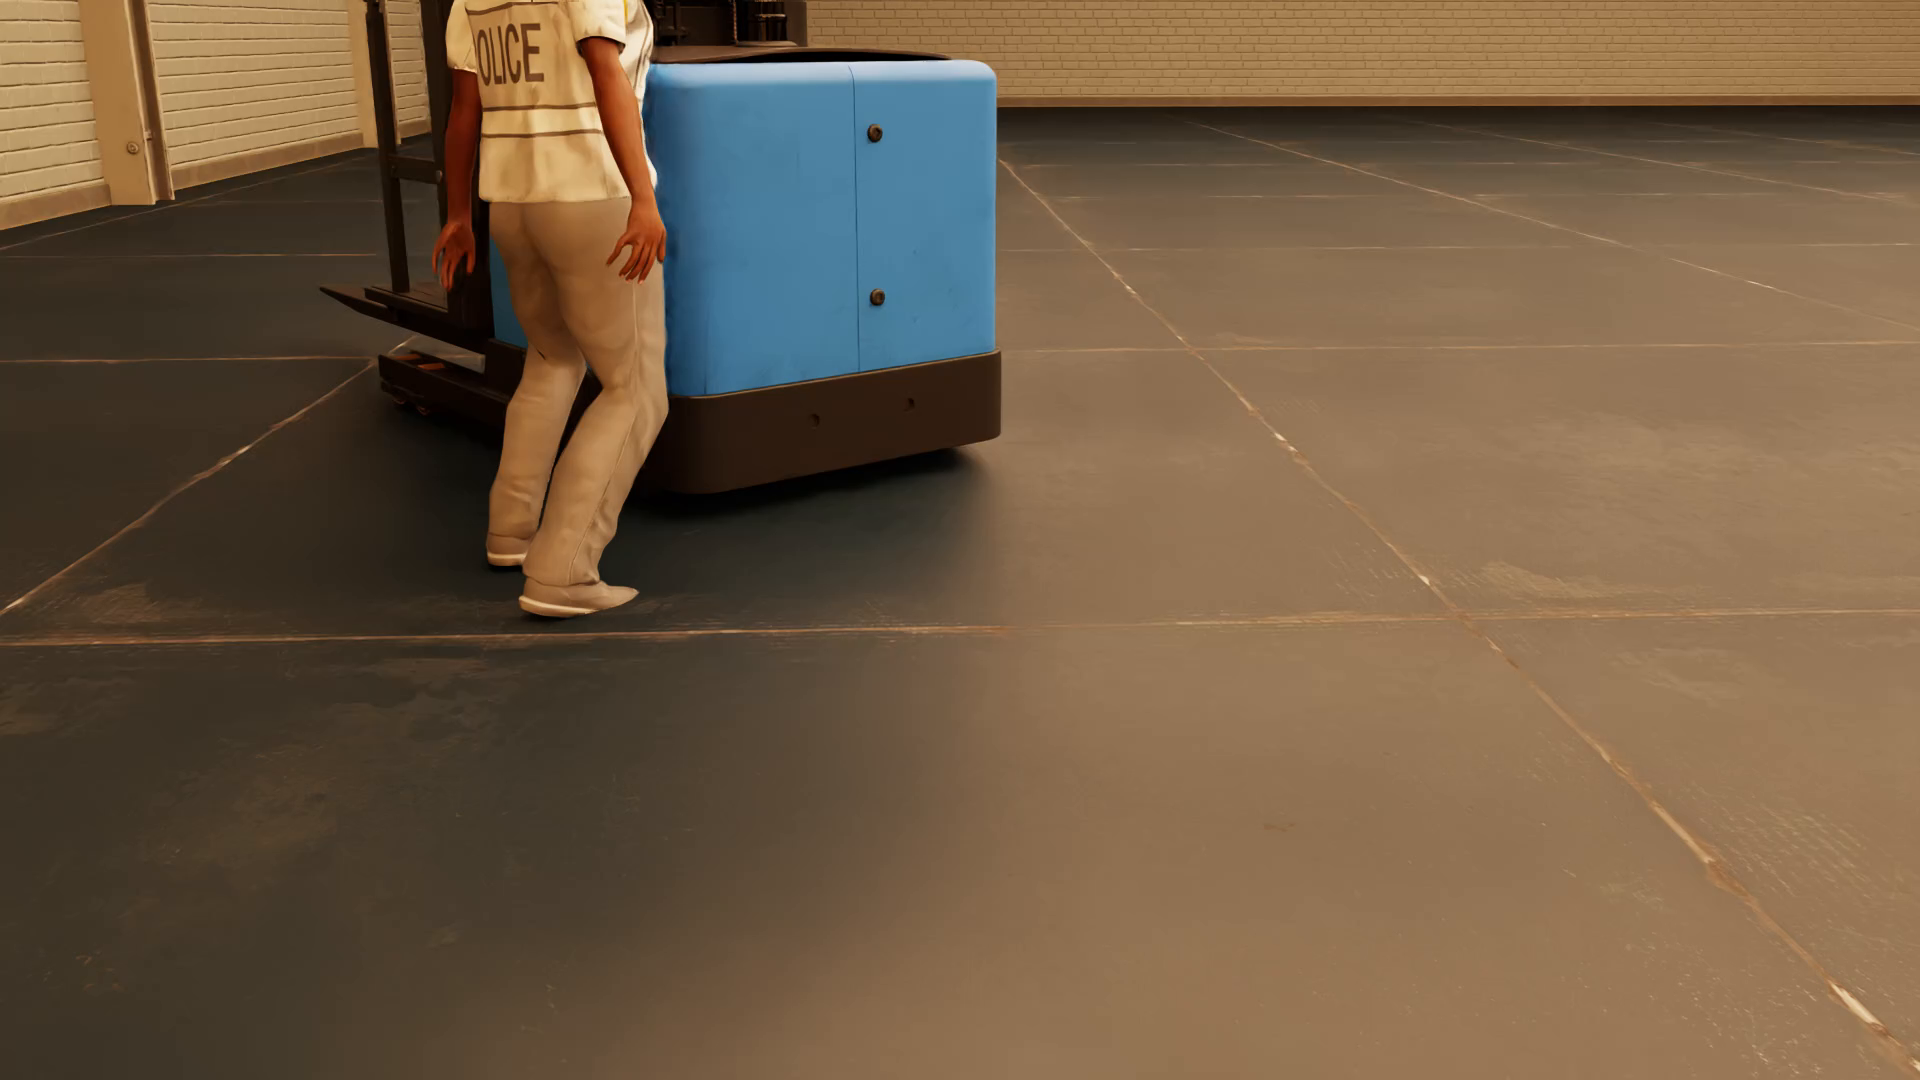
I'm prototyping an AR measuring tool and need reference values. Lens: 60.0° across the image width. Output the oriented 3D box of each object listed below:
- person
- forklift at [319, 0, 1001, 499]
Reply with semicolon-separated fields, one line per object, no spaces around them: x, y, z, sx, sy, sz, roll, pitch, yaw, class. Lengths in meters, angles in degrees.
-0.832;-0.654;3.396;0.444;1.642;0.814;-16;23;-42;person
-1.209;-1.870;5.021;1.130;2.935;3.031;-13;22;-37;forklift
